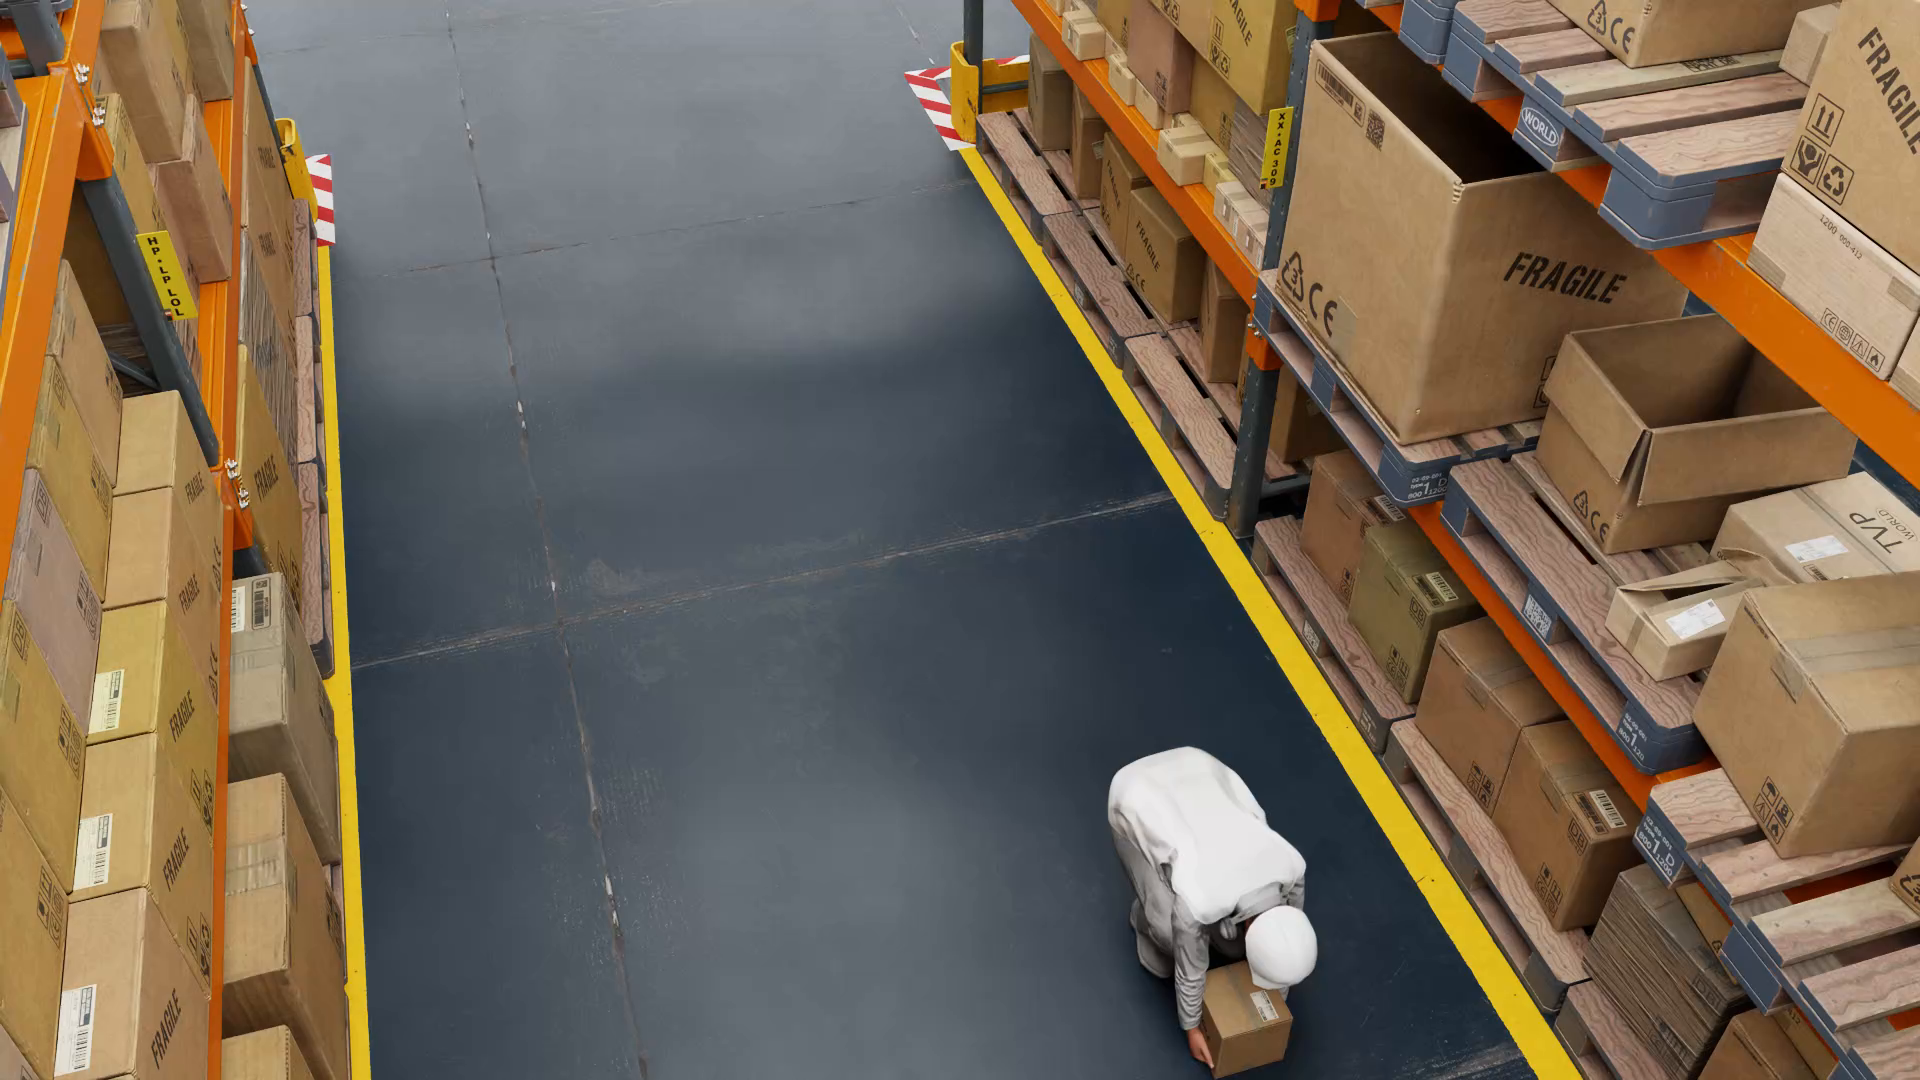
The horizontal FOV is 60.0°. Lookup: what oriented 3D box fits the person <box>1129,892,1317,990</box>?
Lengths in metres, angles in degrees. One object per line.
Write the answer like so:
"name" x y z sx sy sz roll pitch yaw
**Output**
"person" 4.055 -1.545 4.844 7.332 5.813 11.426 -13 44 -14
